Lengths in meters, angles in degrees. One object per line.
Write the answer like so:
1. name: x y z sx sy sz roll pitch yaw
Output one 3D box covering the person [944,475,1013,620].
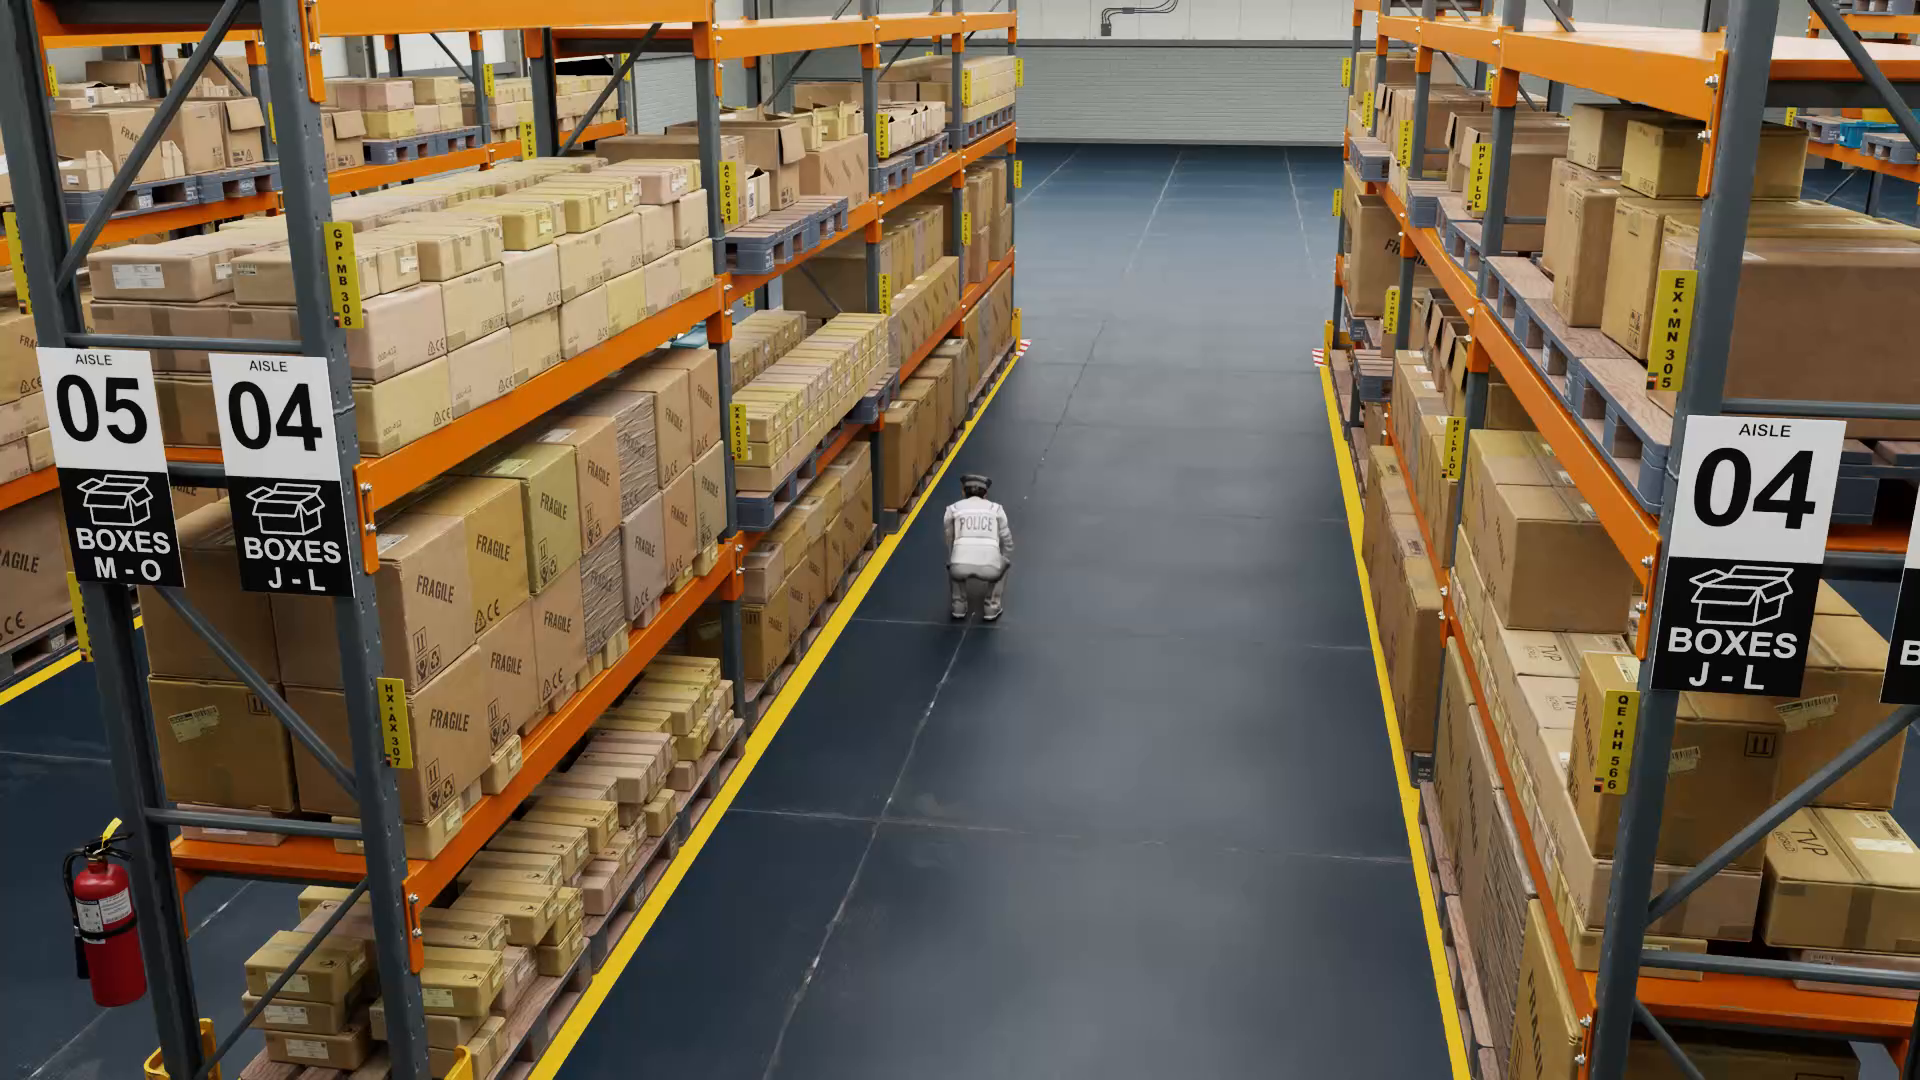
1. person: 0.120 0.047 12.059 0.497 0.964 0.821 3 18 8
